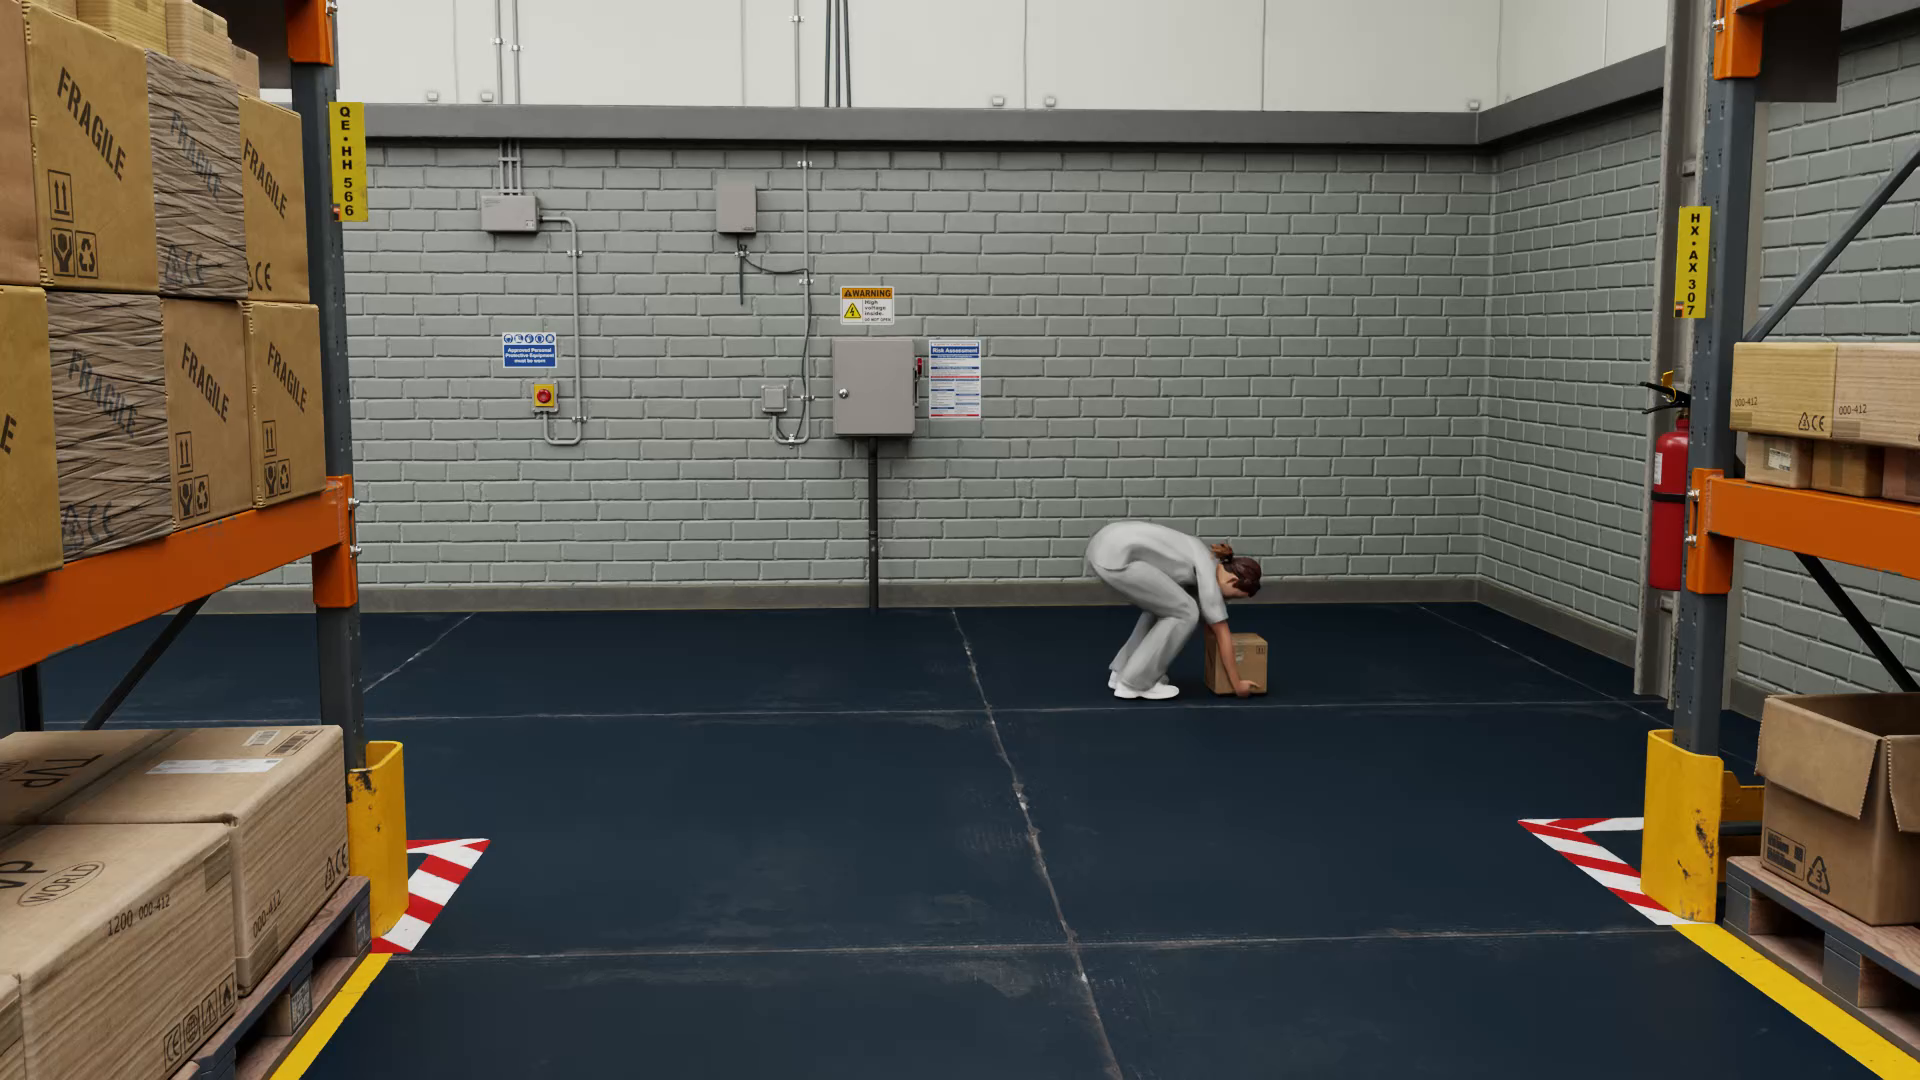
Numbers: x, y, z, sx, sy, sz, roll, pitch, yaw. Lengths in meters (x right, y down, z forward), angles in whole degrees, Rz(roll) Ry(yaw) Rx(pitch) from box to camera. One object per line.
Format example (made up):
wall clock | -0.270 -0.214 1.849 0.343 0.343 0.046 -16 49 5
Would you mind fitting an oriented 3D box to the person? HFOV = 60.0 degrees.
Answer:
person | 1.035 0.330 8.032 0.854 0.841 0.476 -1 7 -6
